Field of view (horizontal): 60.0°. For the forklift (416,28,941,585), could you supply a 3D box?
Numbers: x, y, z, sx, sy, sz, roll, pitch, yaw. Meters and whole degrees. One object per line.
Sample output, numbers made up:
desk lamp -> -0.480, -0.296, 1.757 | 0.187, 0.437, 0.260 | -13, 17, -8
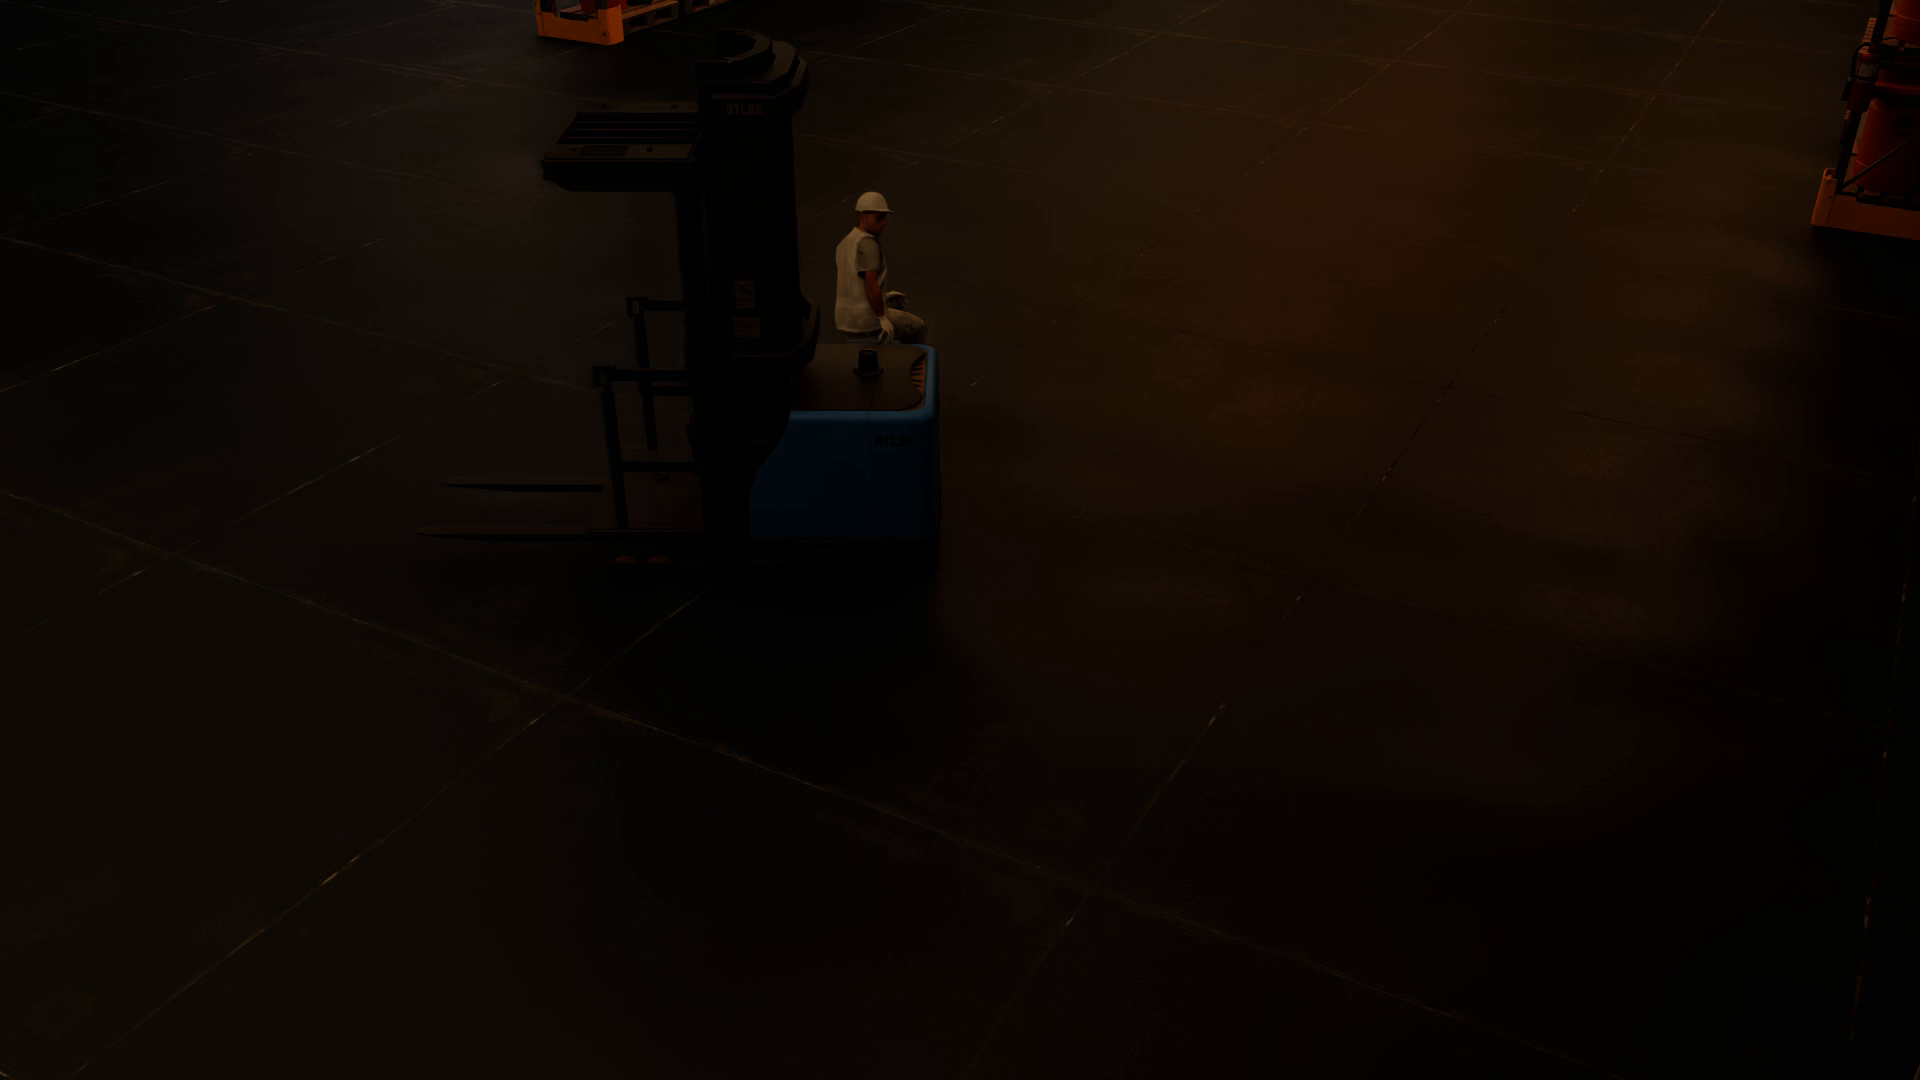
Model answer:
forklift -> -1.636, -1.277, 9.283 | 3.031, 2.935, 1.130 | 0, 30, 0

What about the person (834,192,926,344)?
person -> -0.507, -1.529, 11.124 | 0.771, 1.561, 0.781 | -26, 39, -38
